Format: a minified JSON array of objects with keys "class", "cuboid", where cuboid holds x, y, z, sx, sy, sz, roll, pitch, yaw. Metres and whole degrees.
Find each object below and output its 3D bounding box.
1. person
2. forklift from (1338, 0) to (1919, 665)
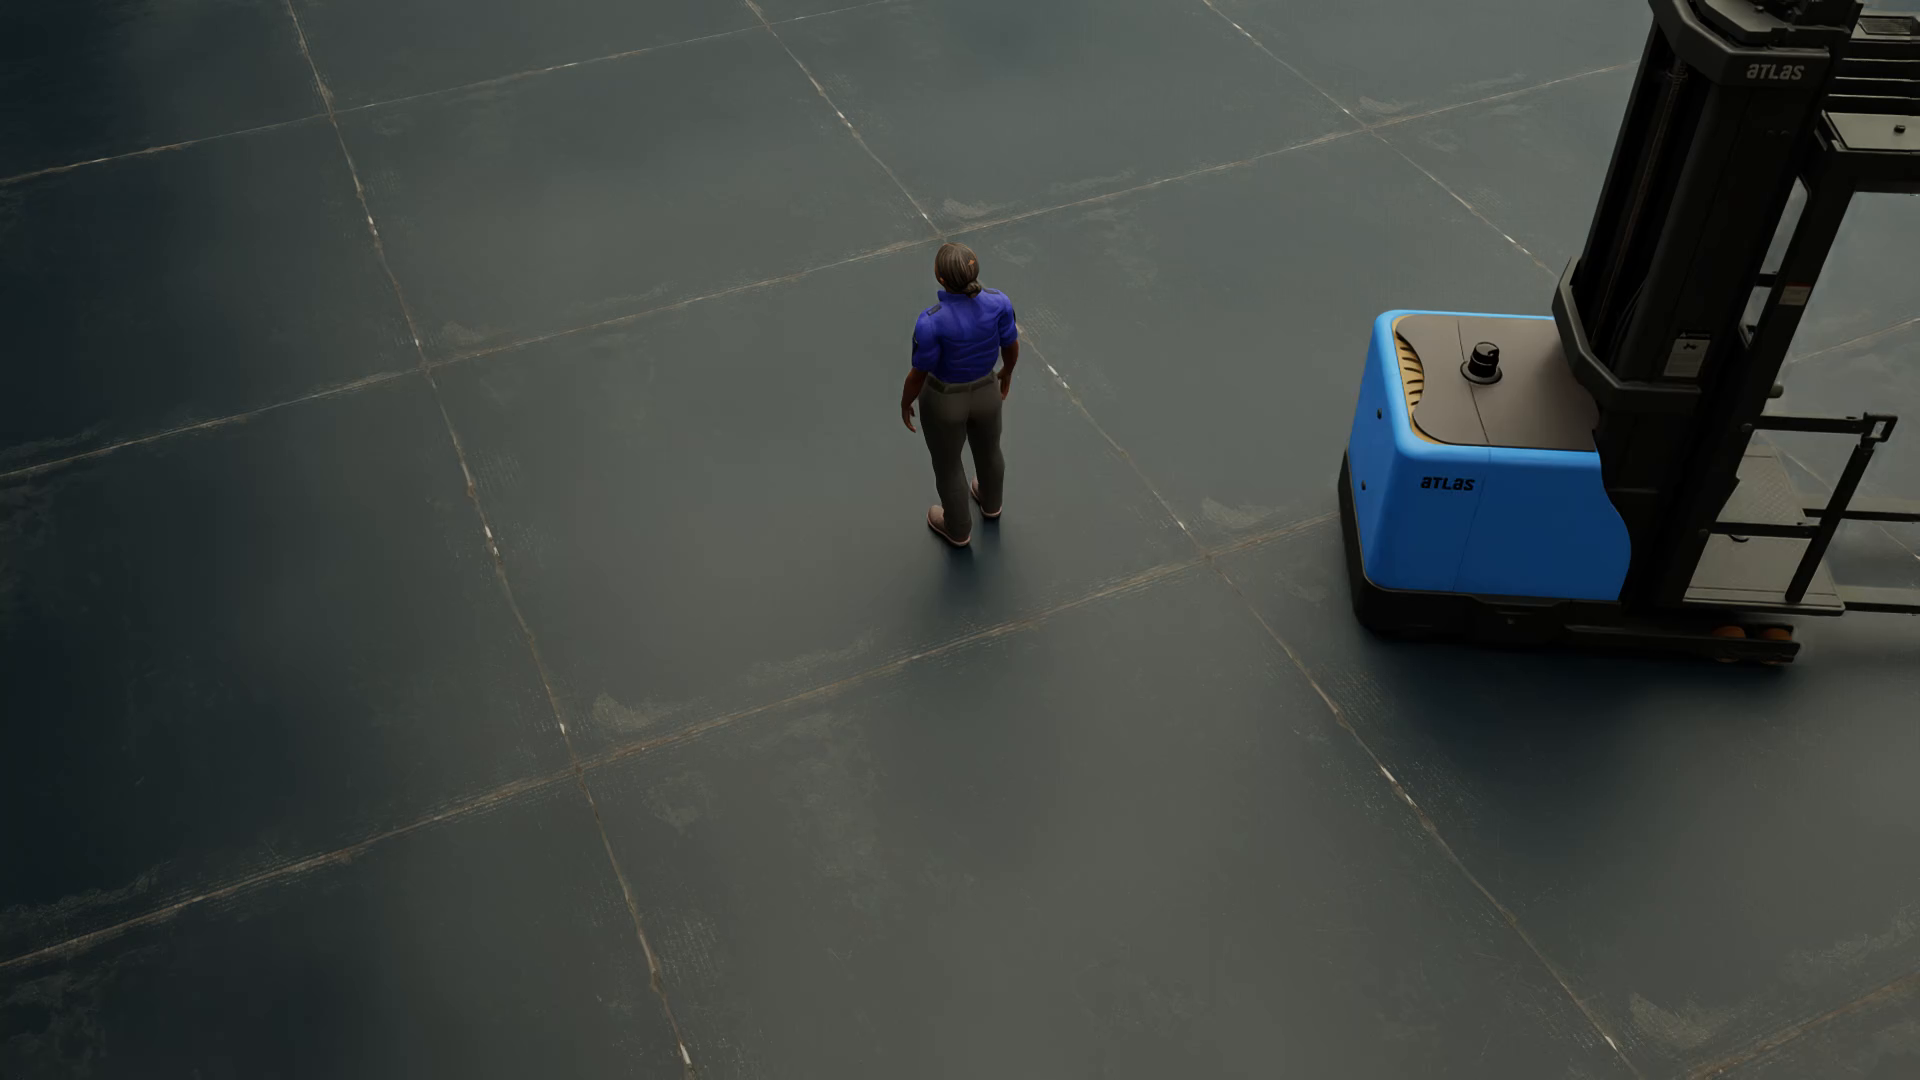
[{"class":"person","cuboid":[-0.019,-0.670,7.323,0.570,1.656,0.503,-18,46,-18]},{"class":"forklift","cuboid":[3.294,-0.907,6.652,3.031,2.935,1.130,3,43,3]}]
